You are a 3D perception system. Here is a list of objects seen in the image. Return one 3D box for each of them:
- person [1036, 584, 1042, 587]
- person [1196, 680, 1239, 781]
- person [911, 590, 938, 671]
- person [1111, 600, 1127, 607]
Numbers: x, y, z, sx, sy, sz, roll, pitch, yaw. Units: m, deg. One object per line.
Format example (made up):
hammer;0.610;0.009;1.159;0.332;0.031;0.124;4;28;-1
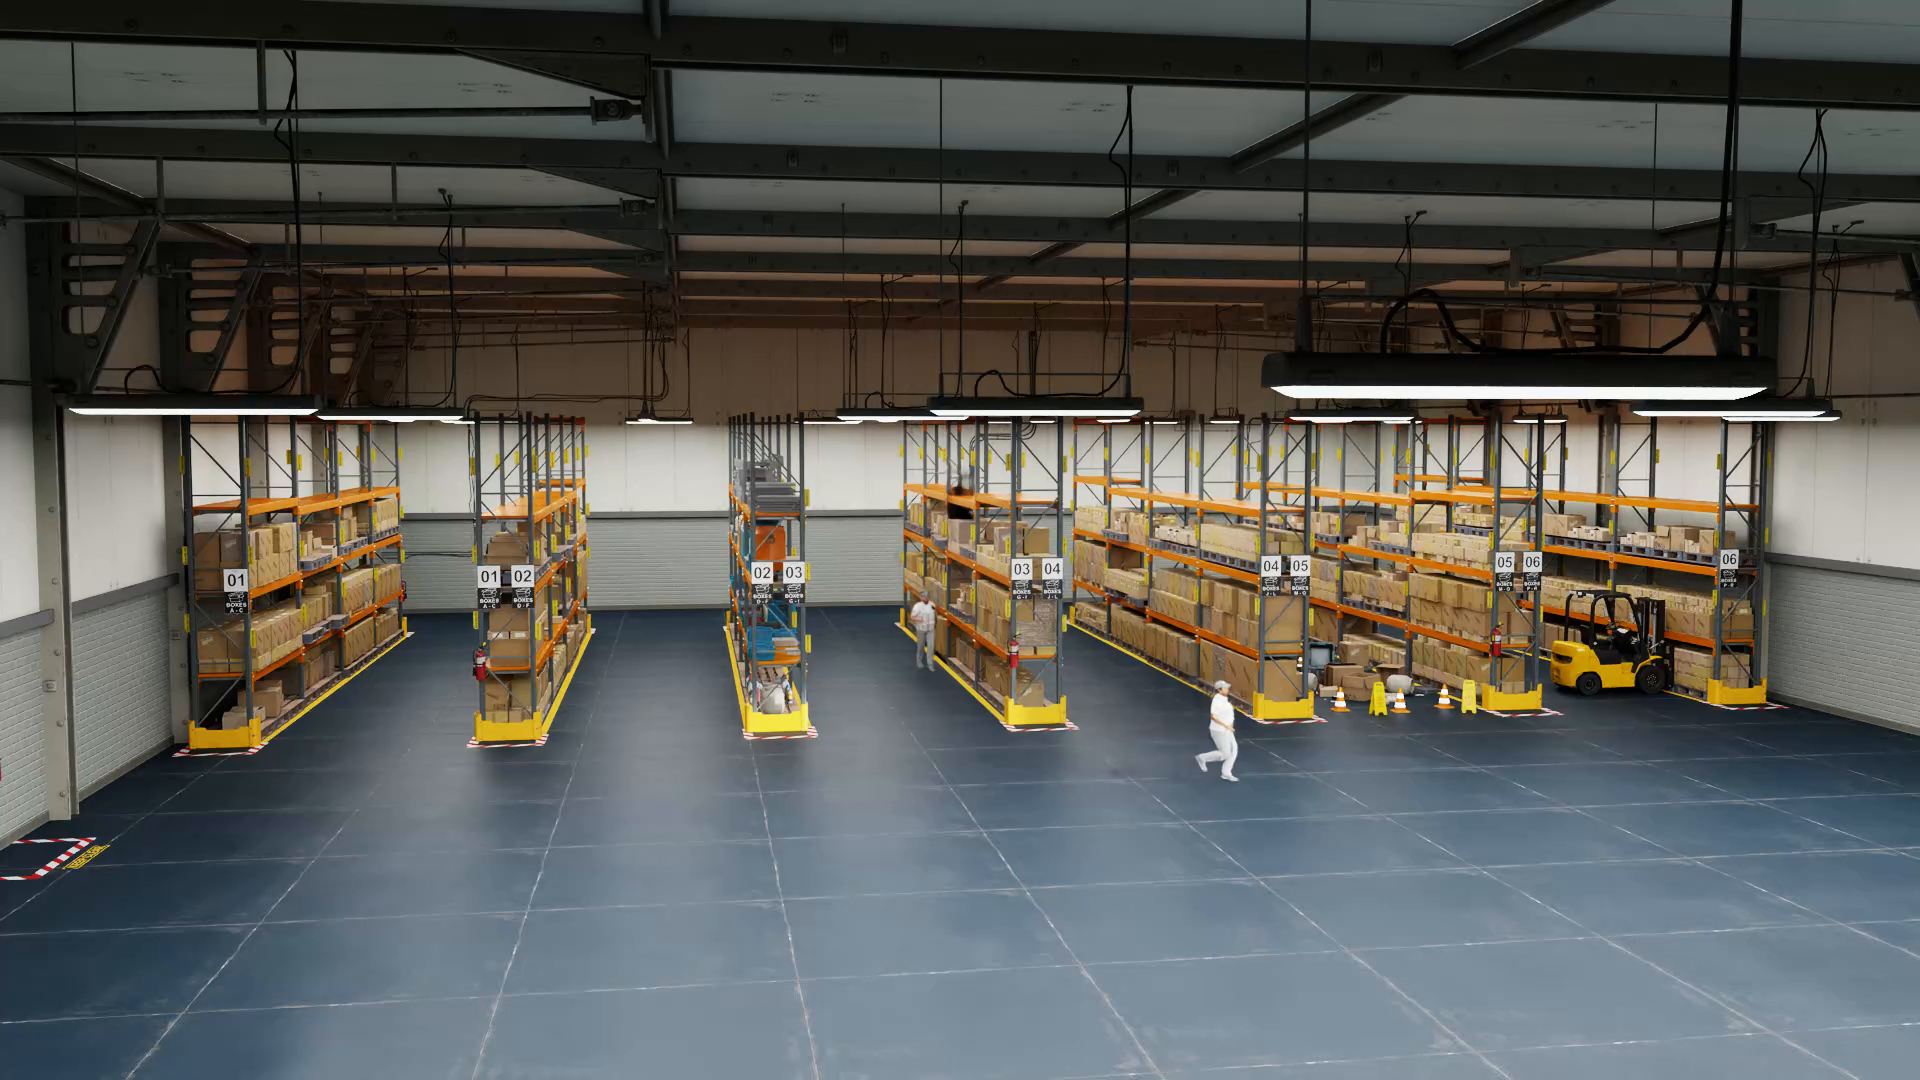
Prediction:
person;2.073;1.681;47.640;0.681;1.638;0.707;1;4;13
person;4.191;3.089;26.966;0.685;1.643;0.608;1;4;18
person;-0.764;2.015;37.264;0.664;1.812;0.881;-1;4;-18
person;4.650;1.513;49.911;0.708;1.666;0.781;3;5;37
